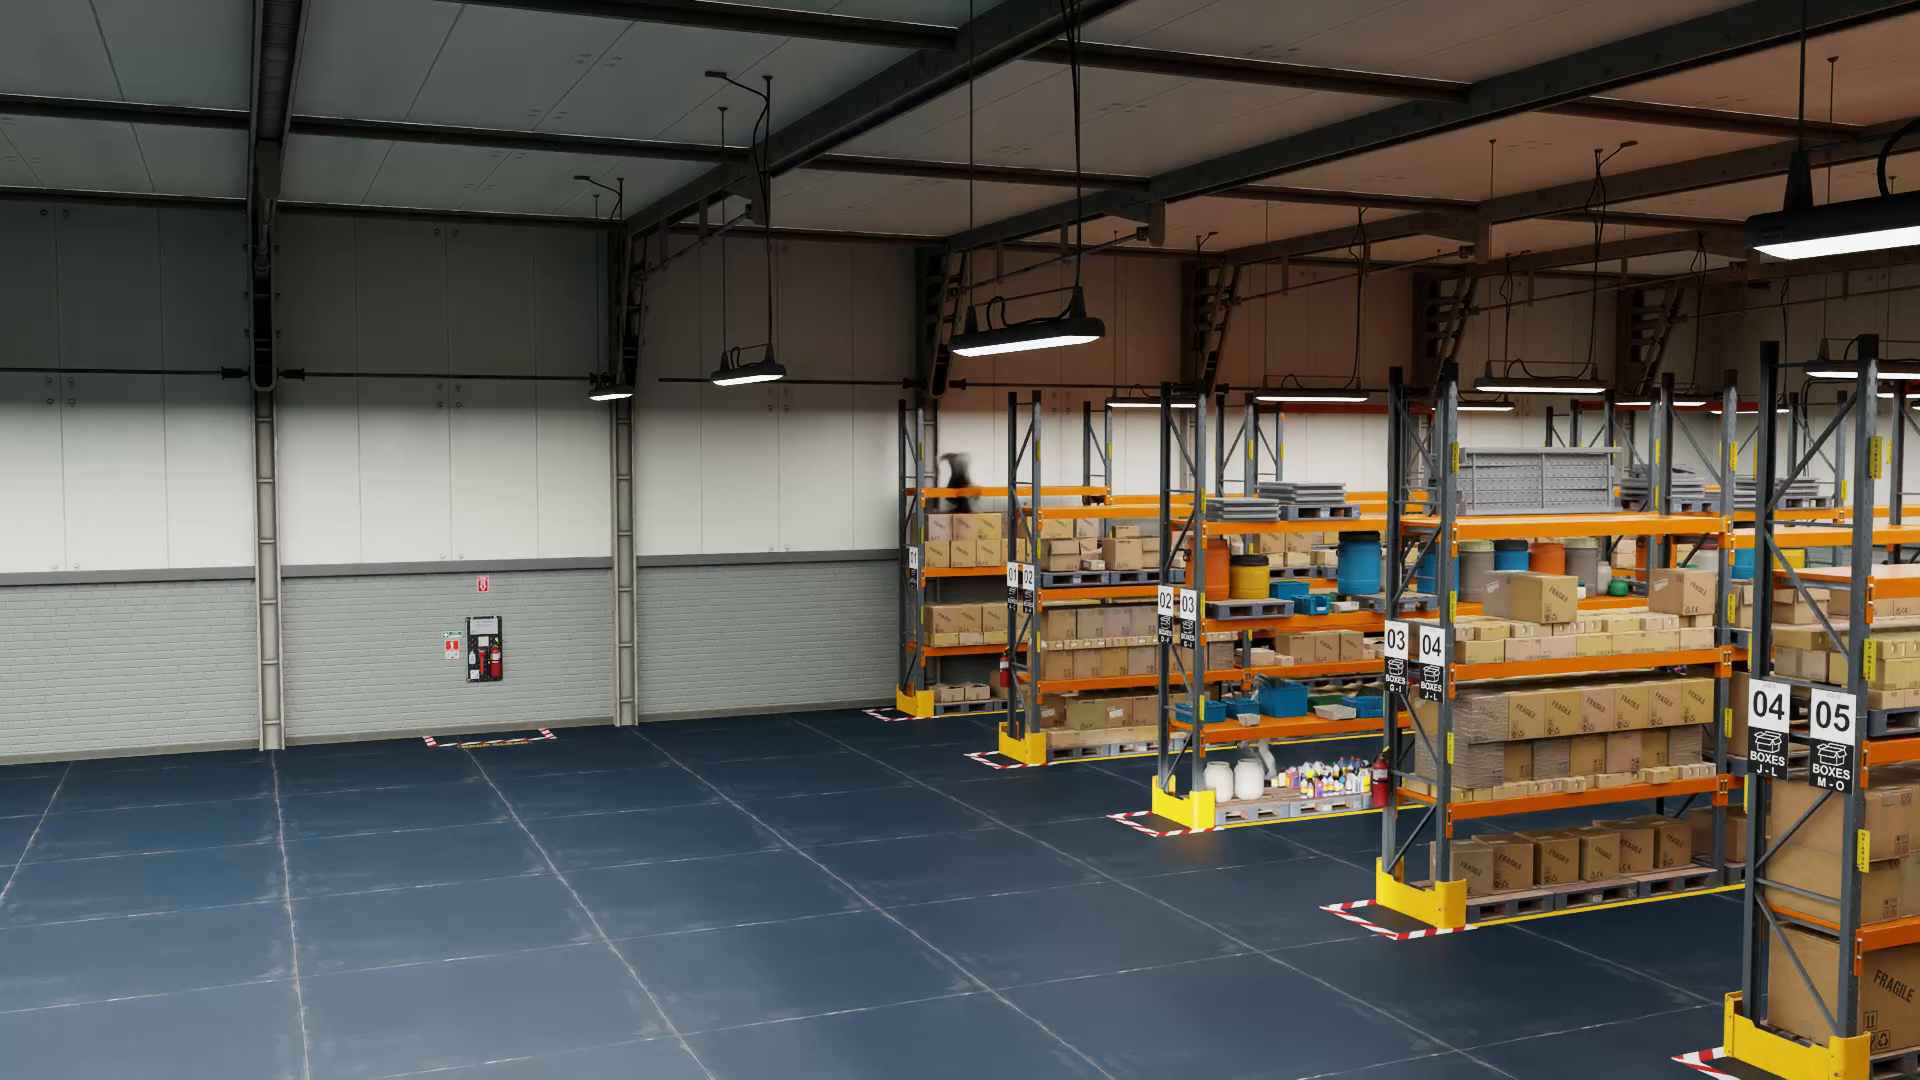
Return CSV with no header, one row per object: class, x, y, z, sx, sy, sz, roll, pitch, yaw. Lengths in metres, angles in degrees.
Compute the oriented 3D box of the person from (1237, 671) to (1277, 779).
person,4.521,2.835,25.262,0.693,1.689,0.582,-1,3,-17
